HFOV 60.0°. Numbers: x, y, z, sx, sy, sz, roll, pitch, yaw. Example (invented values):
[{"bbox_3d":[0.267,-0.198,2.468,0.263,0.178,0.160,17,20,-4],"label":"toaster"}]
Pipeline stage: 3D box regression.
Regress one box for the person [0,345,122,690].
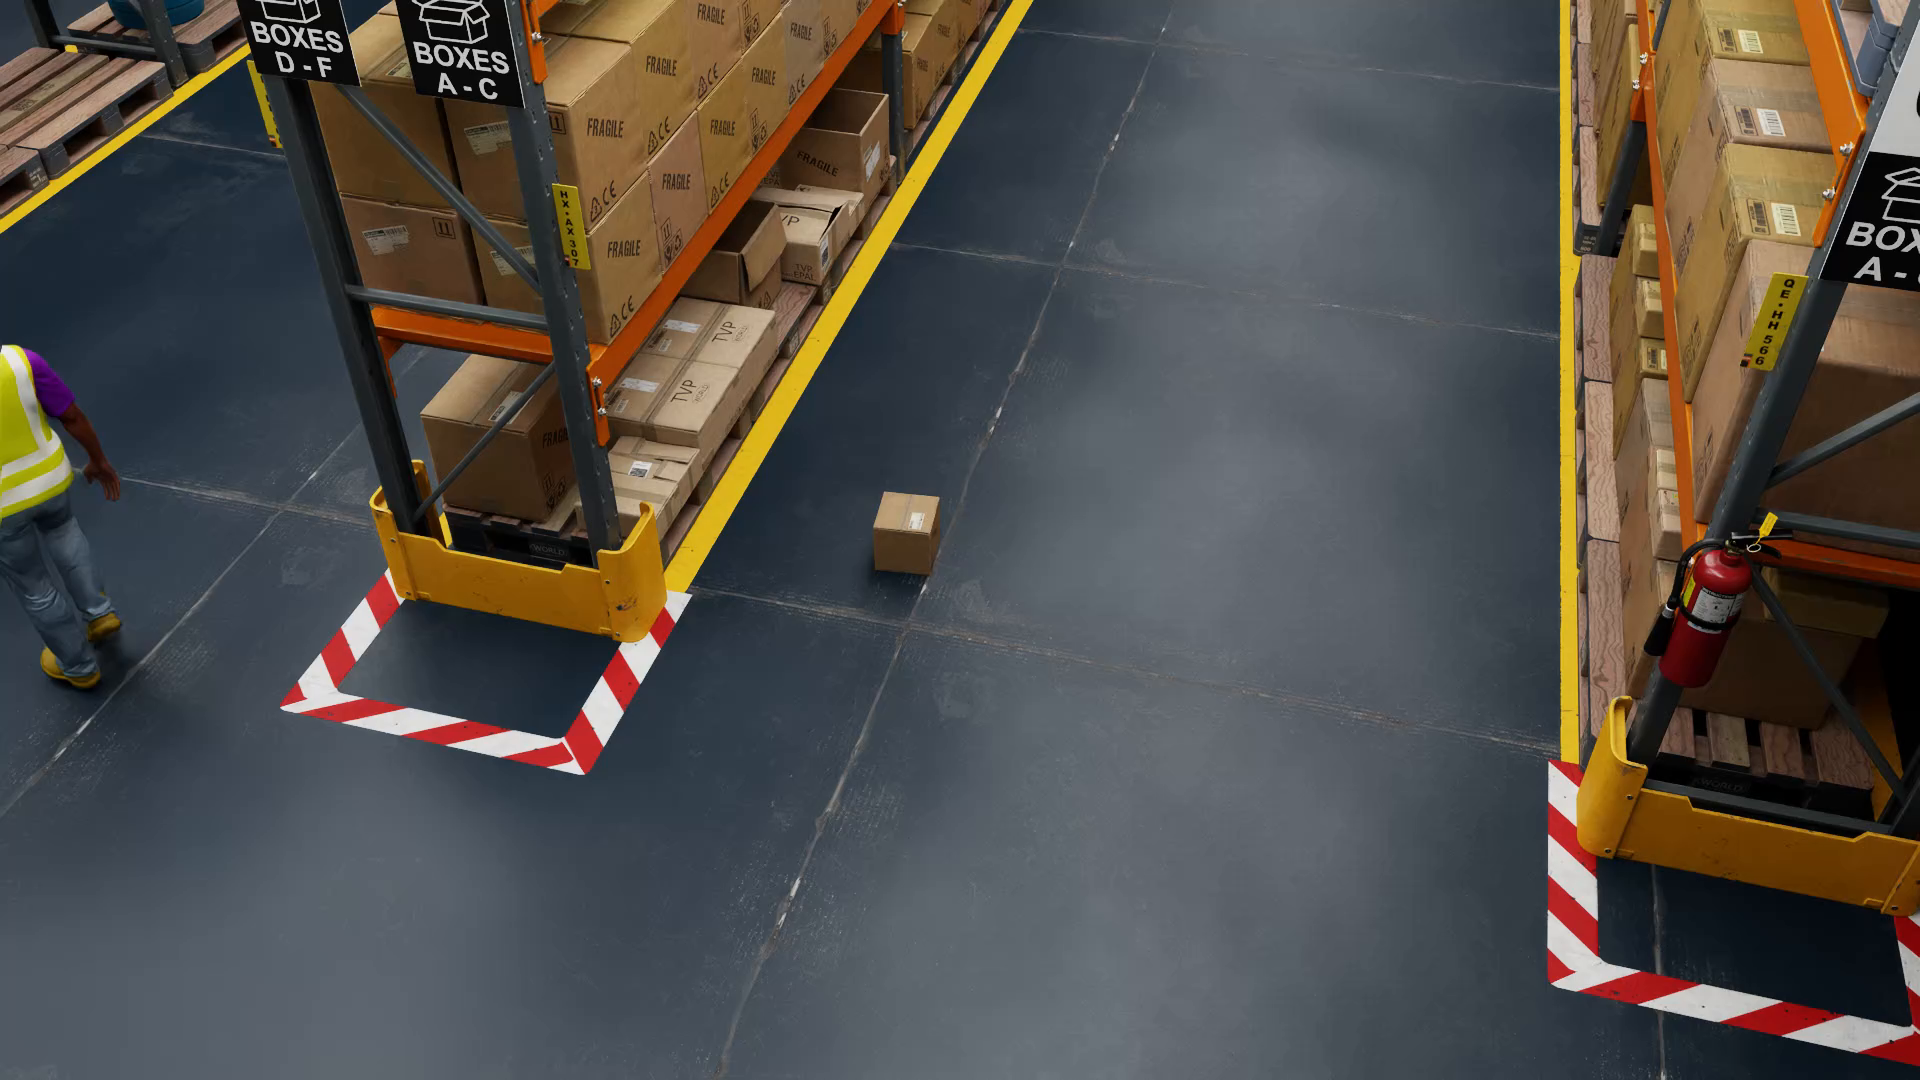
[{"bbox_3d":[-3.627,-0.193,6.347,0.484,1.793,0.673,29,49,30],"label":"person"}]
